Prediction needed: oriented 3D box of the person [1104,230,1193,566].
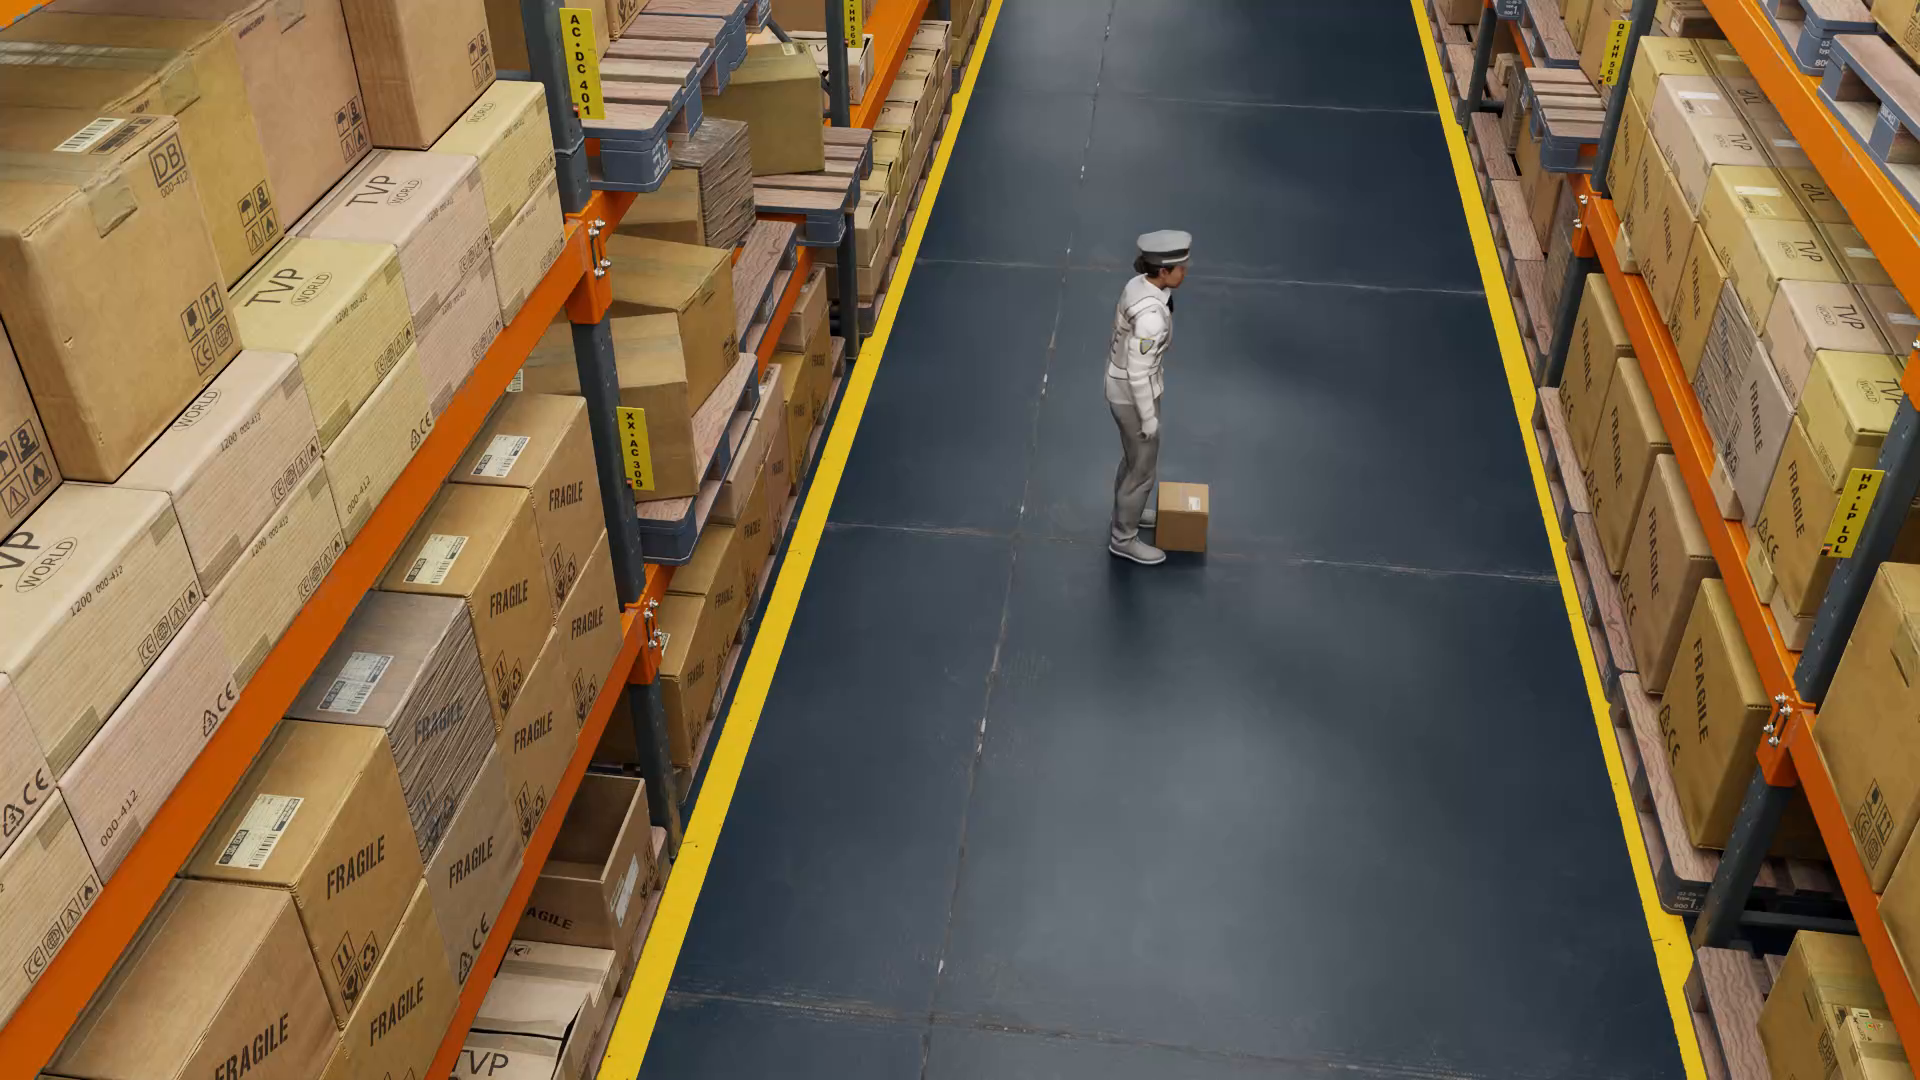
[{"bbox_3d":[0.875,-0.697,7.983,0.373,1.662,0.524,3,36,4],"label":"person"}]
